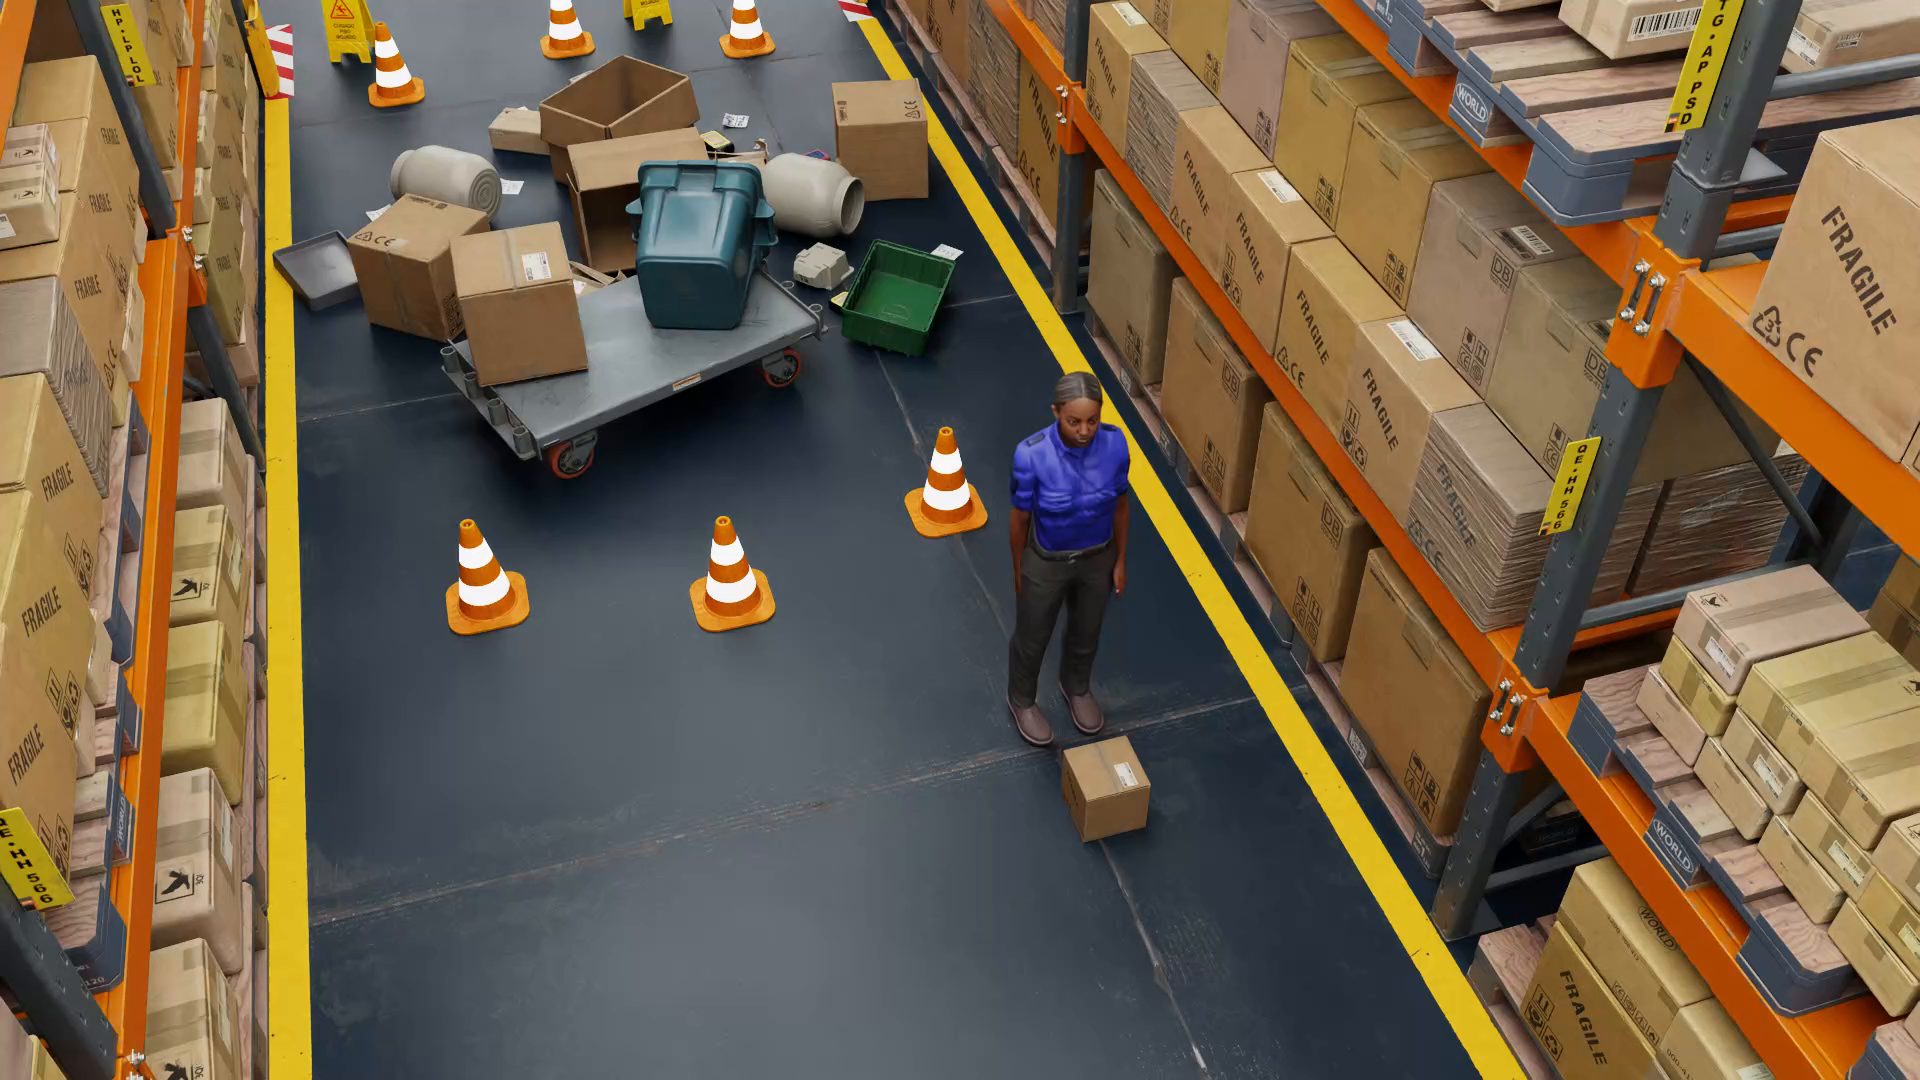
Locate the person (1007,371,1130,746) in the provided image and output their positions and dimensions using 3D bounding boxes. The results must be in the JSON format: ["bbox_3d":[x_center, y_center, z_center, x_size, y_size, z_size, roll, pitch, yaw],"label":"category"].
[{"bbox_3d":[0.397,0.080,6.061,0.442,1.661,0.307,-11,44,-12],"label":"person"}]
